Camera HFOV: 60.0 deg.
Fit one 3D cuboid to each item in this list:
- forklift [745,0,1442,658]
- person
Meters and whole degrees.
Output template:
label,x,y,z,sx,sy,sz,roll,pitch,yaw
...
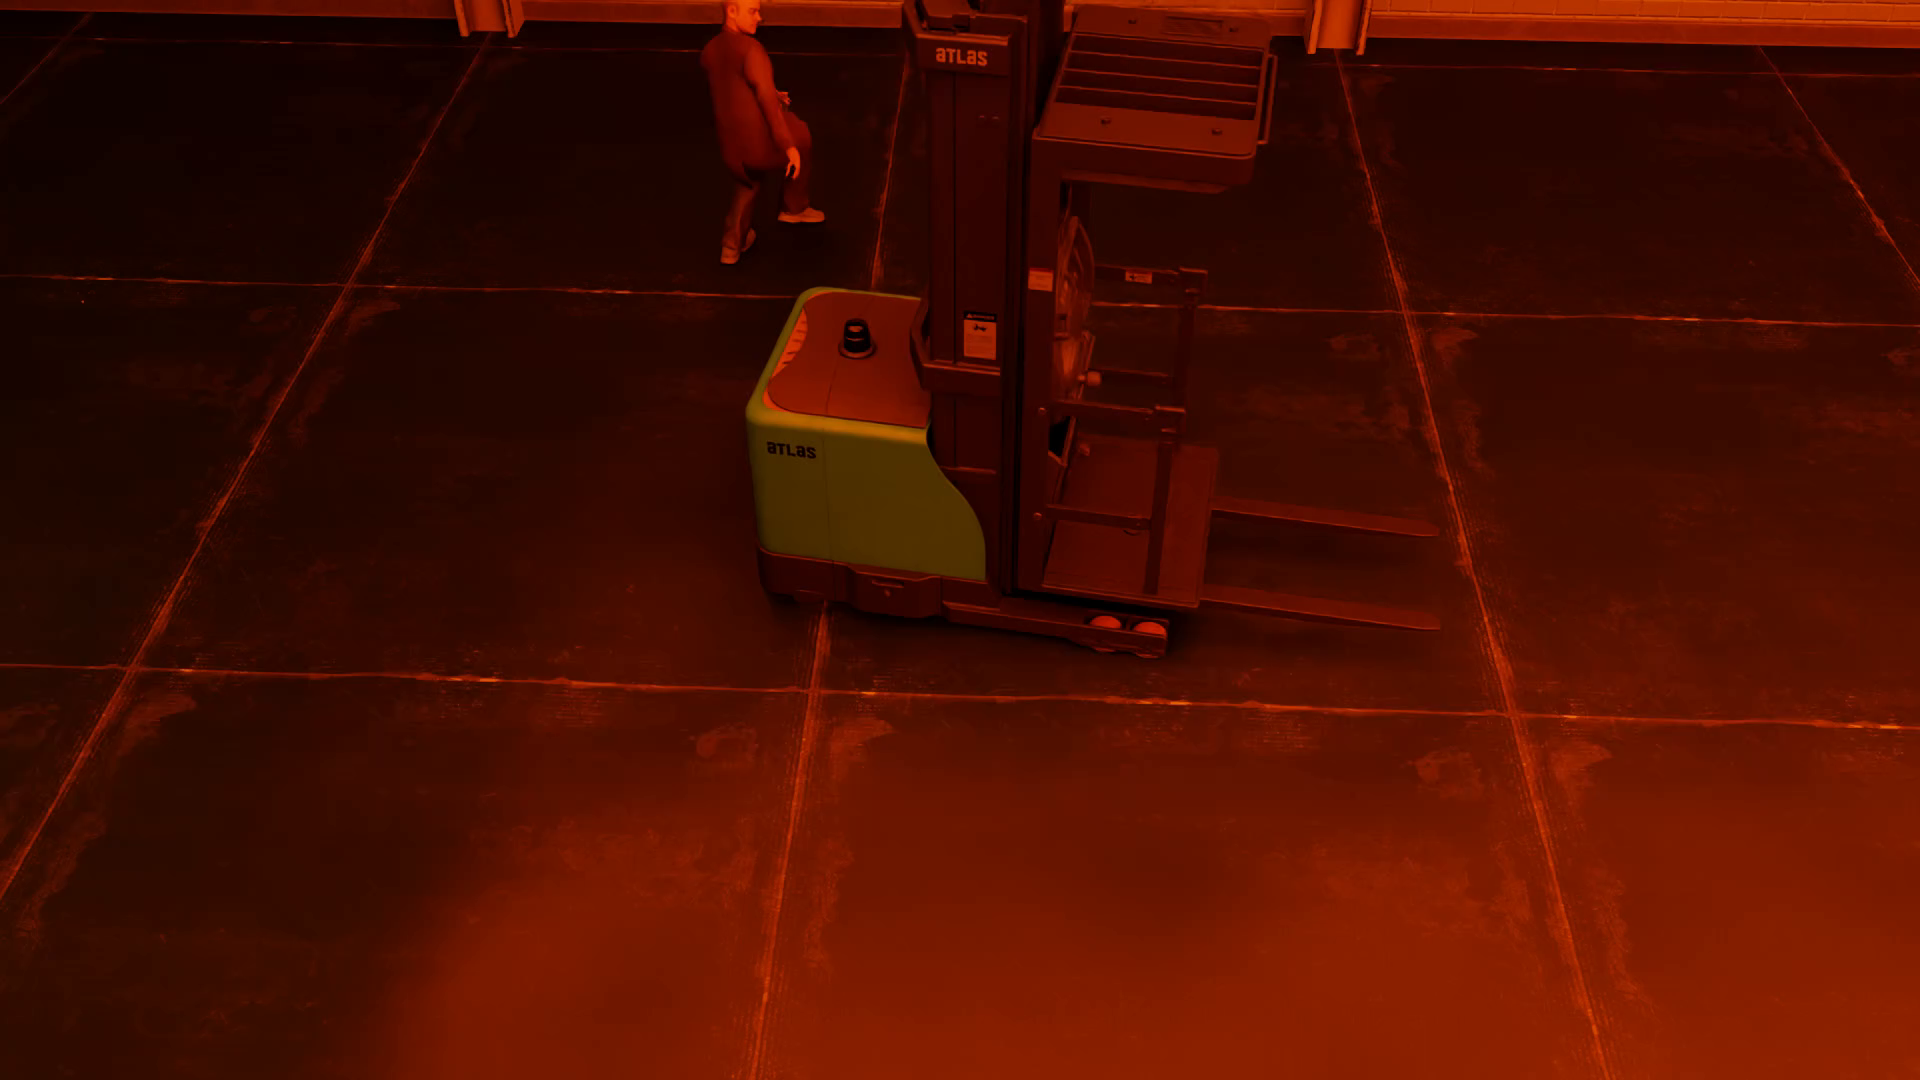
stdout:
label,x,y,z,sx,sy,sz,roll,pitch,yaw
forklift,0.653,-0.952,6.785,3.031,2.935,1.130,8,43,8
person,-1.064,-2.310,9.310,0.808,1.570,0.801,20,46,20
